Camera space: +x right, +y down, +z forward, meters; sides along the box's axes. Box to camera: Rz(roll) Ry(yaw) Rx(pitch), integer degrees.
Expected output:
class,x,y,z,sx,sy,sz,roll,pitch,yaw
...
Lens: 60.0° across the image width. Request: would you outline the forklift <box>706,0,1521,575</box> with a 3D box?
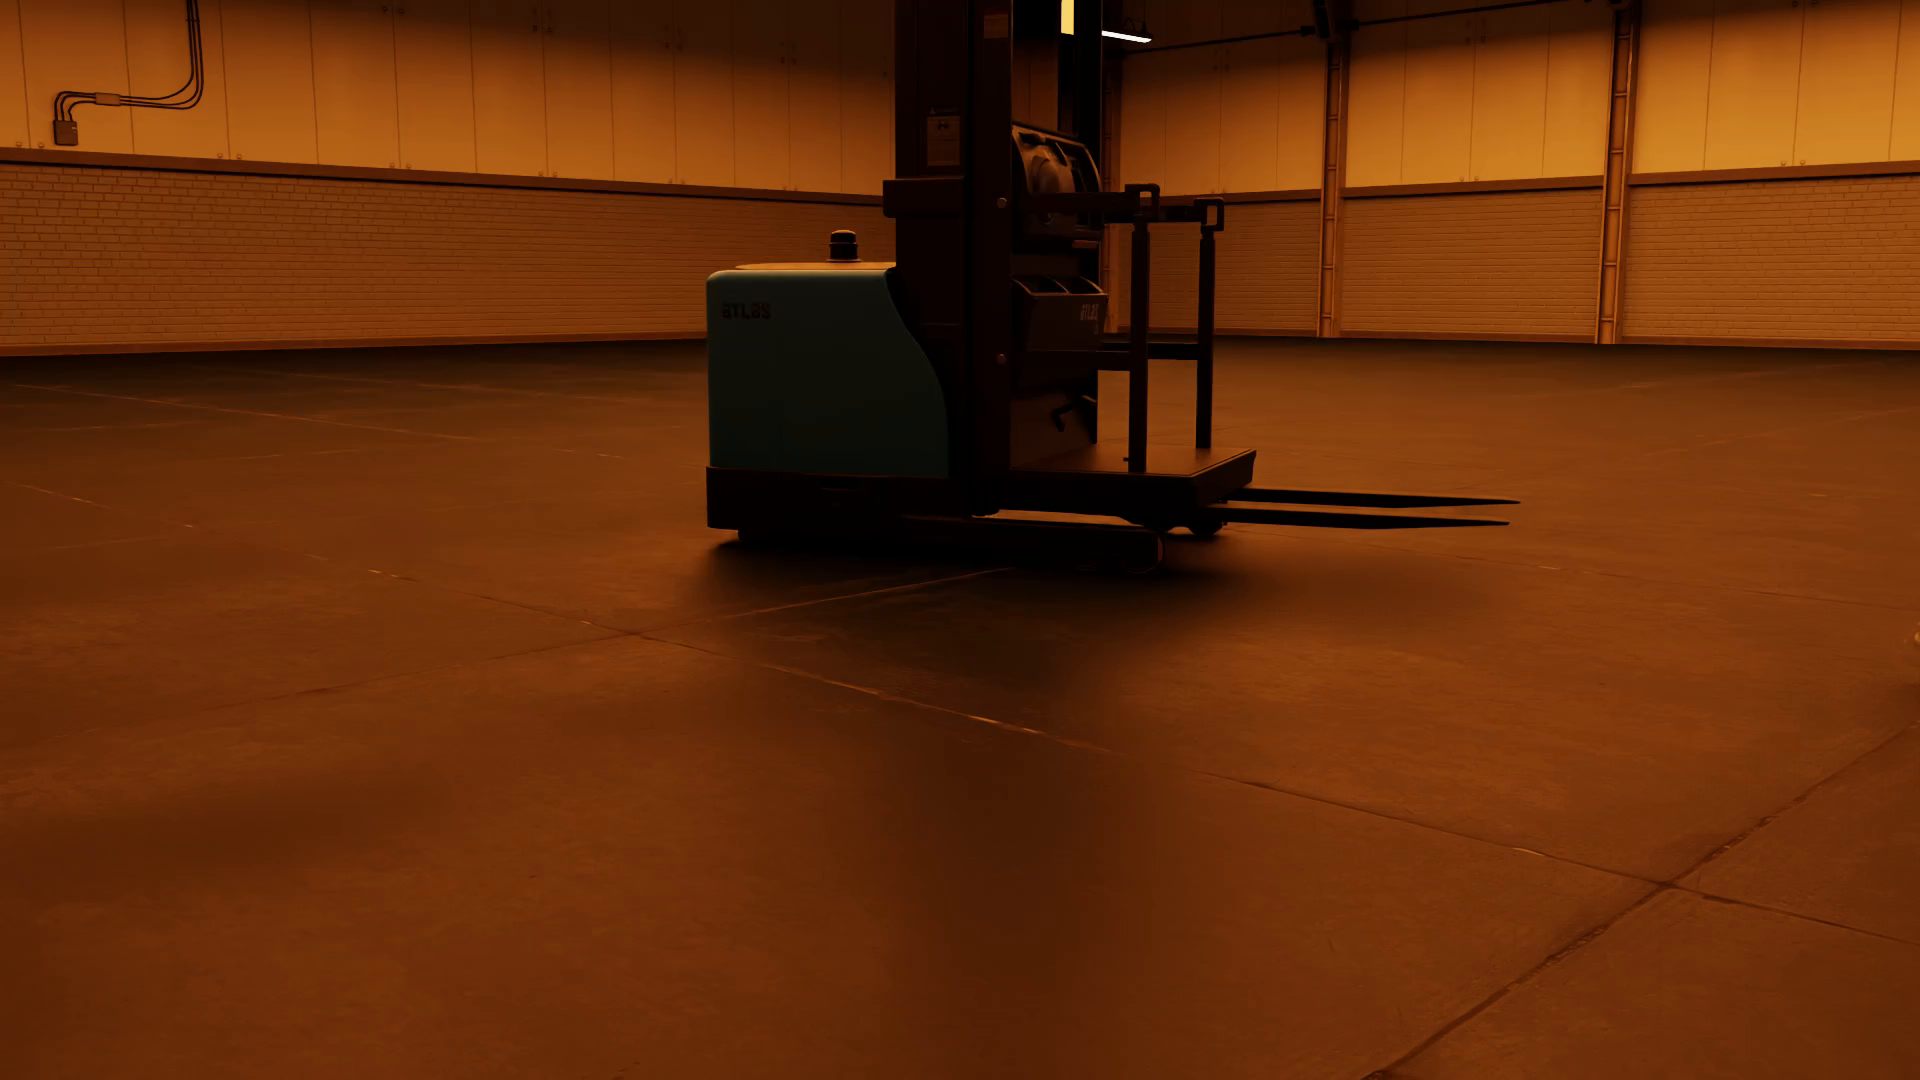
class,x,y,z,sx,sy,sz,roll,pitch,yaw
forklift,0.565,-1.416,6.275,3.031,2.935,1.130,3,9,22
